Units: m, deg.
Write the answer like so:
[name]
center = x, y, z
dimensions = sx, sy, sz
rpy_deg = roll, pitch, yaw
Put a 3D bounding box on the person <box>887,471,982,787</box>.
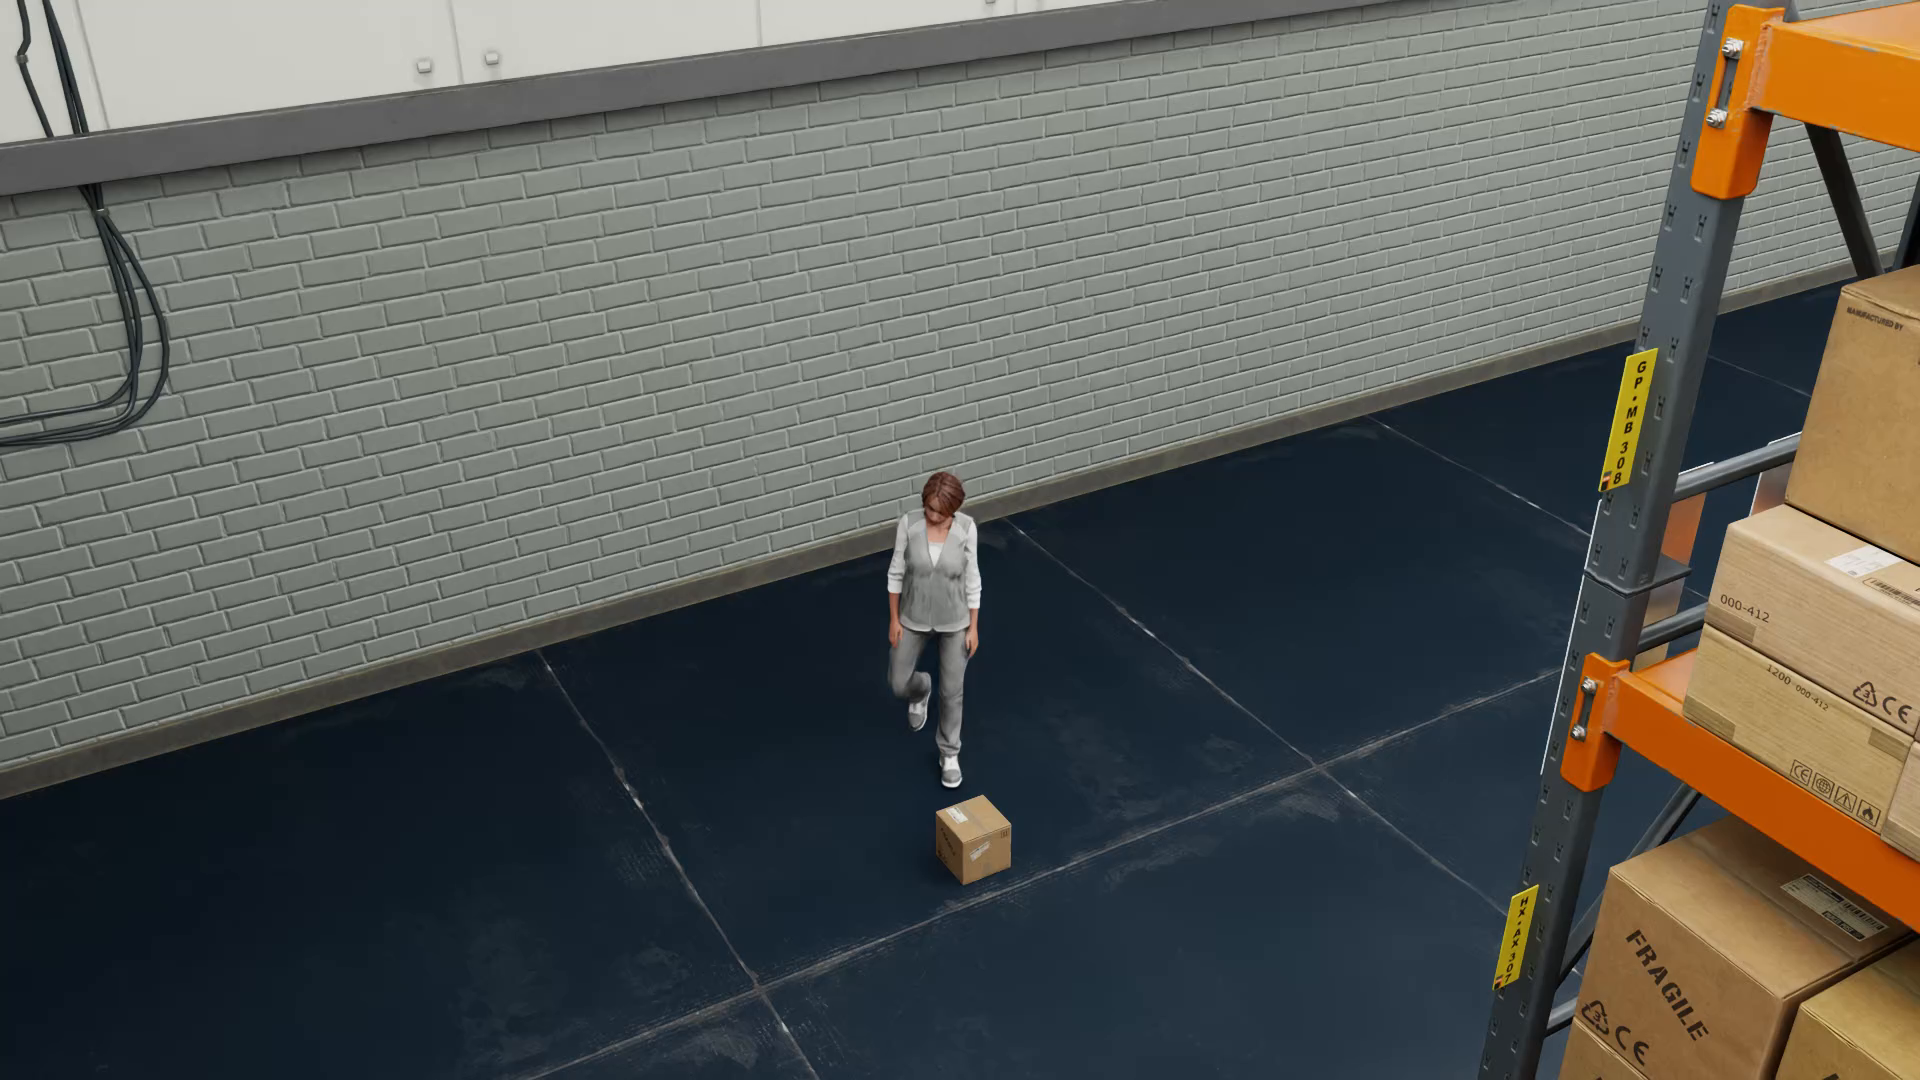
[person]
center = -0.119, 0.382, 7.862
dimensions = 0.442, 1.577, 0.571
rpy_deg = 2, 29, 3
